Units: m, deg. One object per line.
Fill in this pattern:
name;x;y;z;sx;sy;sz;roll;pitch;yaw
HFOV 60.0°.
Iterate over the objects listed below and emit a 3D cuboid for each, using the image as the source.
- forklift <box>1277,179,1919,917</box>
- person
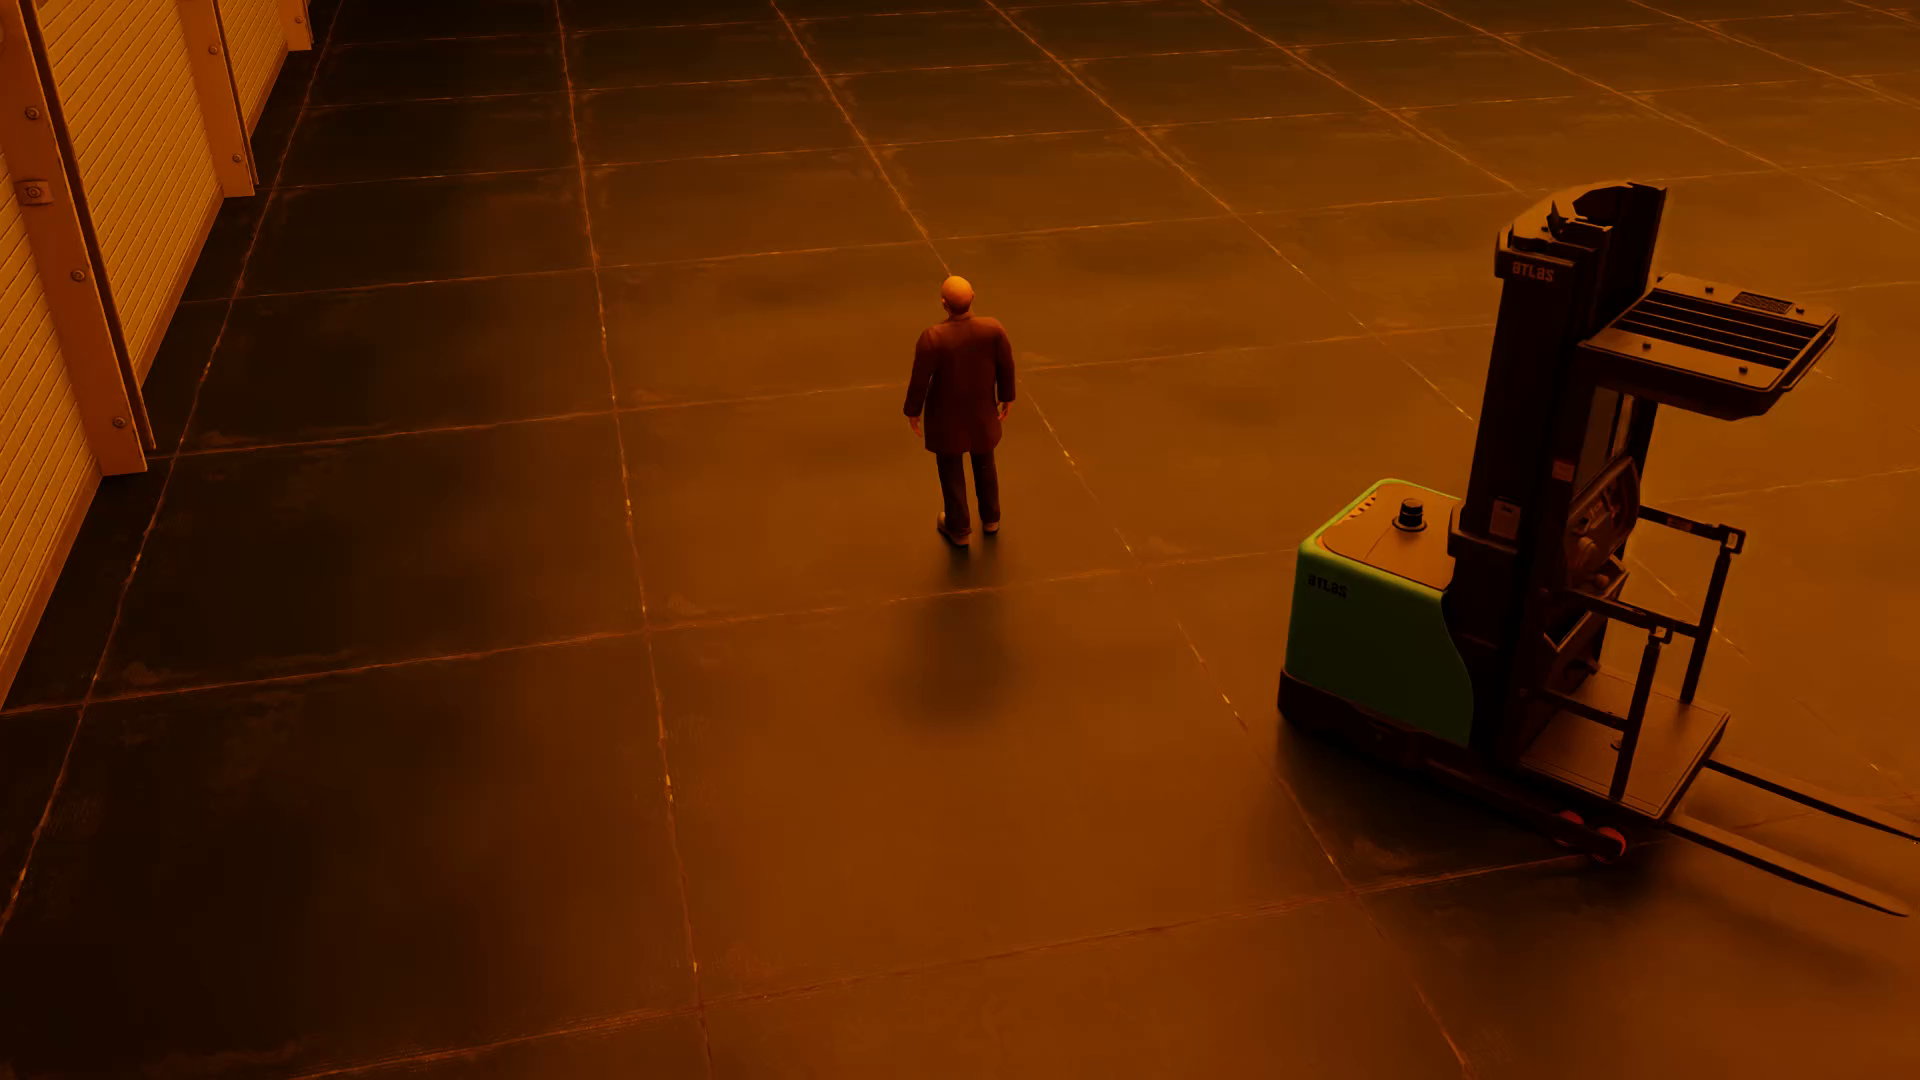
forklift;3.150;-0.043;7.649;3.031;2.935;1.130;22;37;33
person;-0.018;-0.820;10.129;0.696;1.777;0.579;-7;31;-12
